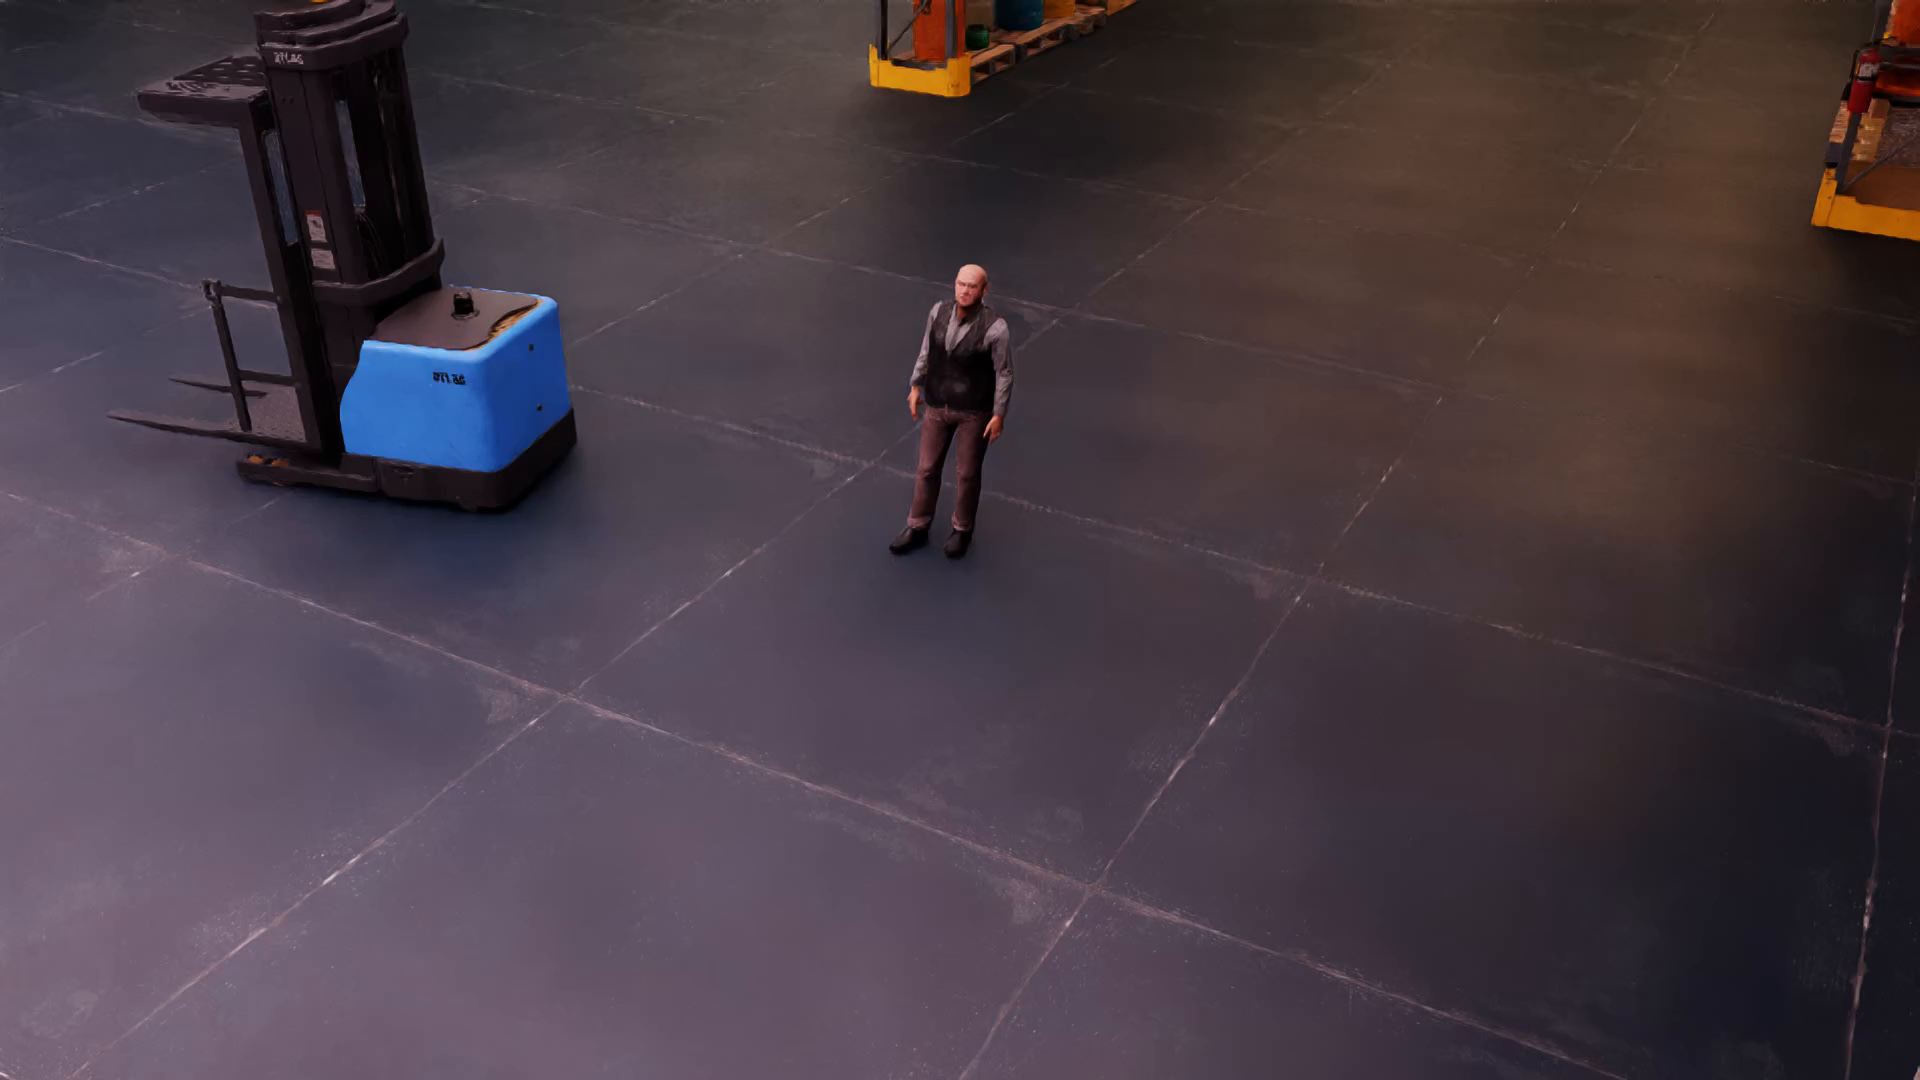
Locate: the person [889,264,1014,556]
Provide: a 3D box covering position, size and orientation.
[{"bbox_3d":[-0.037,-0.726,9.525,0.632,1.720,0.567,15,33,25],"label":"person"}]

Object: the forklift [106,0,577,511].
[{"bbox_3d":[-4.106,-1.856,10.287,3.031,2.935,1.130,8,31,14],"label":"forklift"}]
